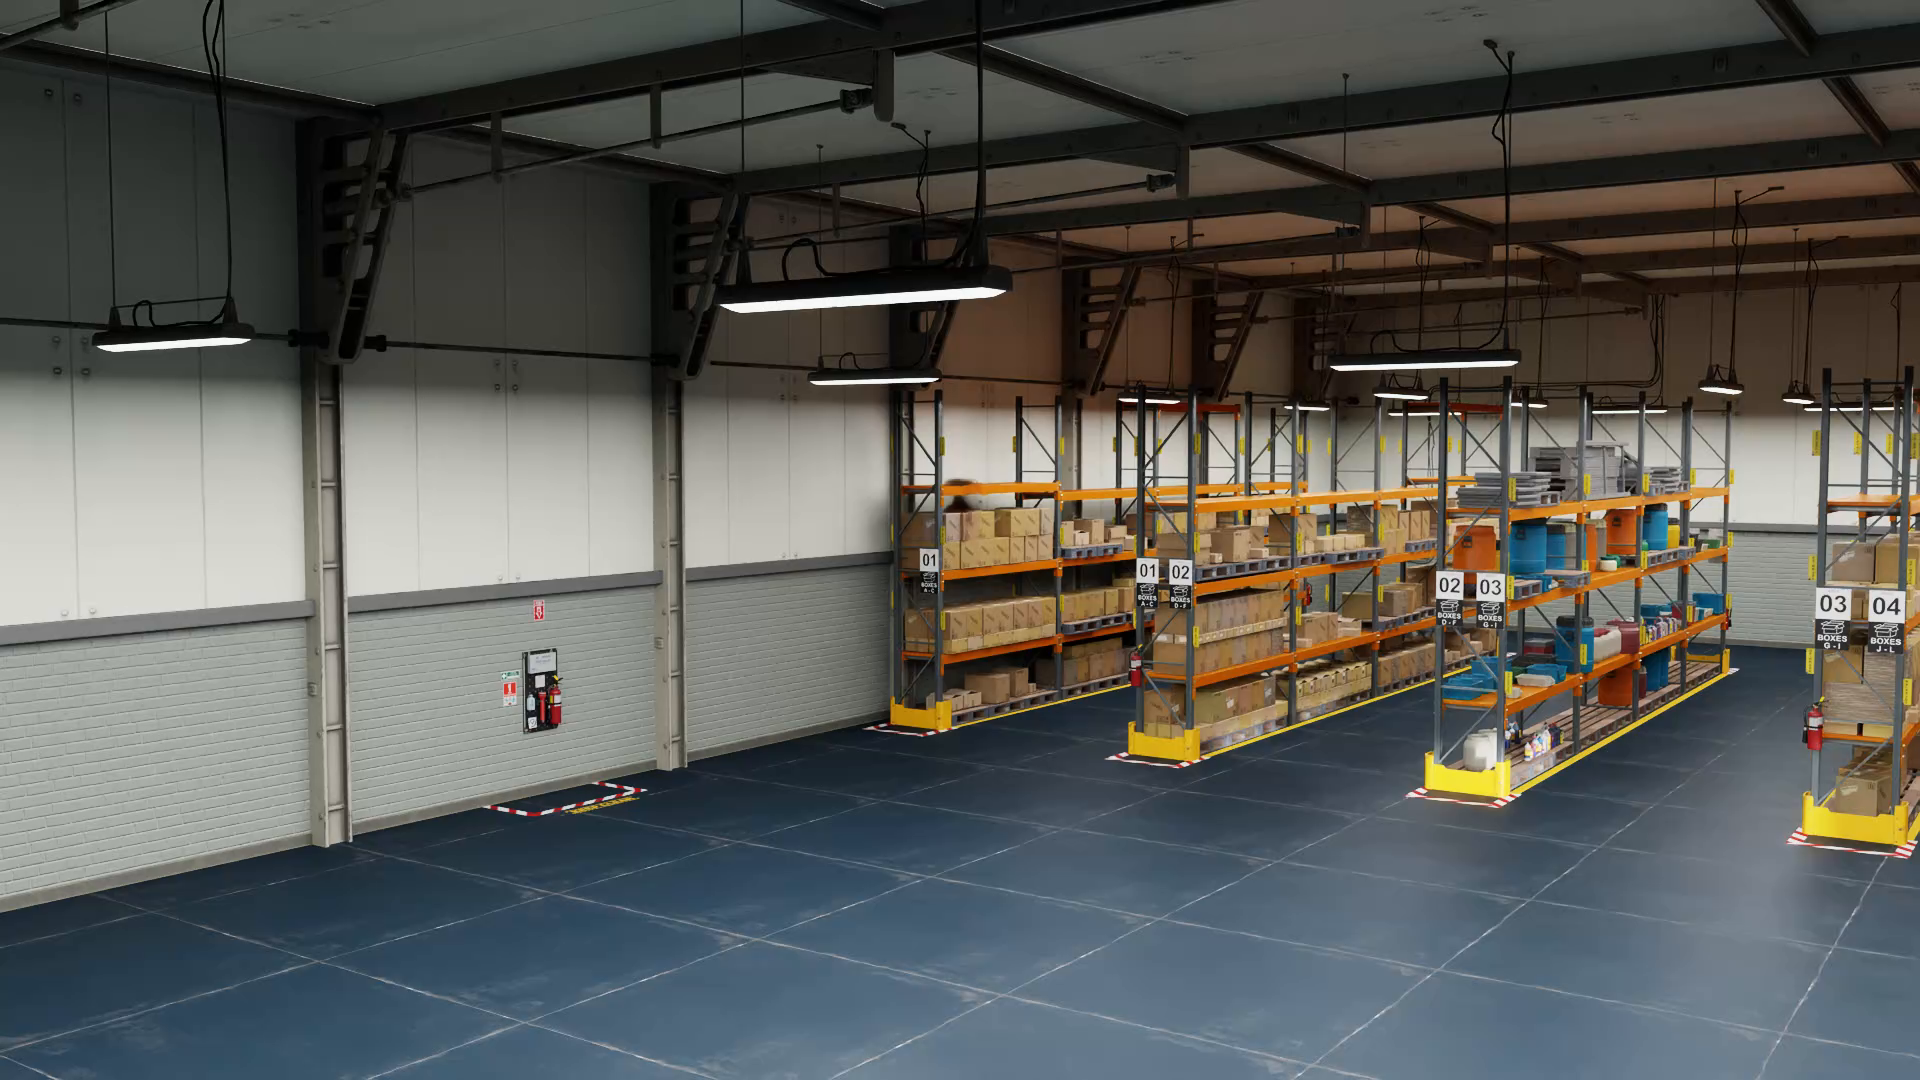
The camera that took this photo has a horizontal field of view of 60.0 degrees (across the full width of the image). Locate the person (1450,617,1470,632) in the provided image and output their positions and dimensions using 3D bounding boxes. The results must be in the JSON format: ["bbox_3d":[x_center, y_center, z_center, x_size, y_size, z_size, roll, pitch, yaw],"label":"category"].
[{"bbox_3d":[12.355,1.828,41.251,0.581,1.731,0.379,-1,3,-16],"label":"person"}]

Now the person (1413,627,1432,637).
[{"bbox_3d":[11.957,1.789,42.836,0.609,1.706,0.773,2,4,37],"label":"person"}]
